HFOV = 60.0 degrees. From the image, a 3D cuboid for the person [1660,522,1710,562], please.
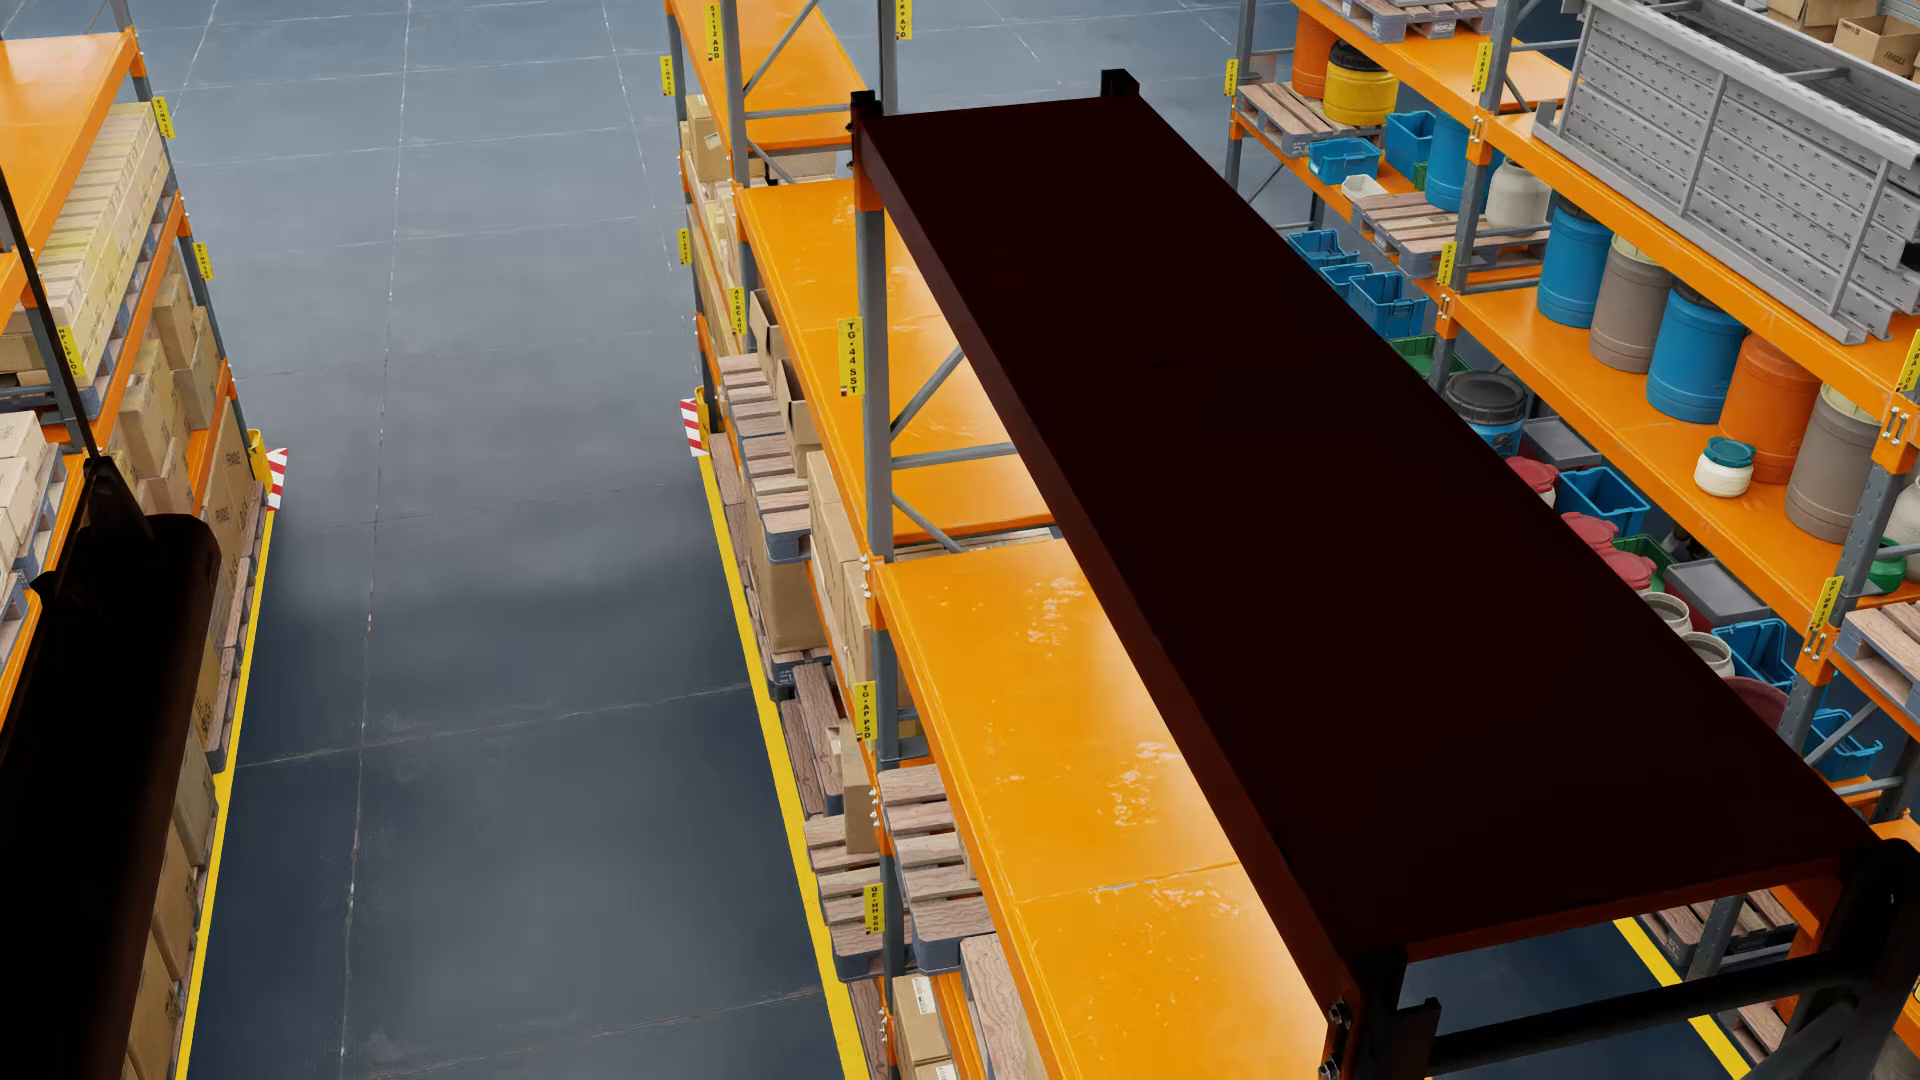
[{"bbox_3d":[6.096,-0.513,13.268,0.626,1.769,0.571,-1,34,-2],"label":"person"}]
